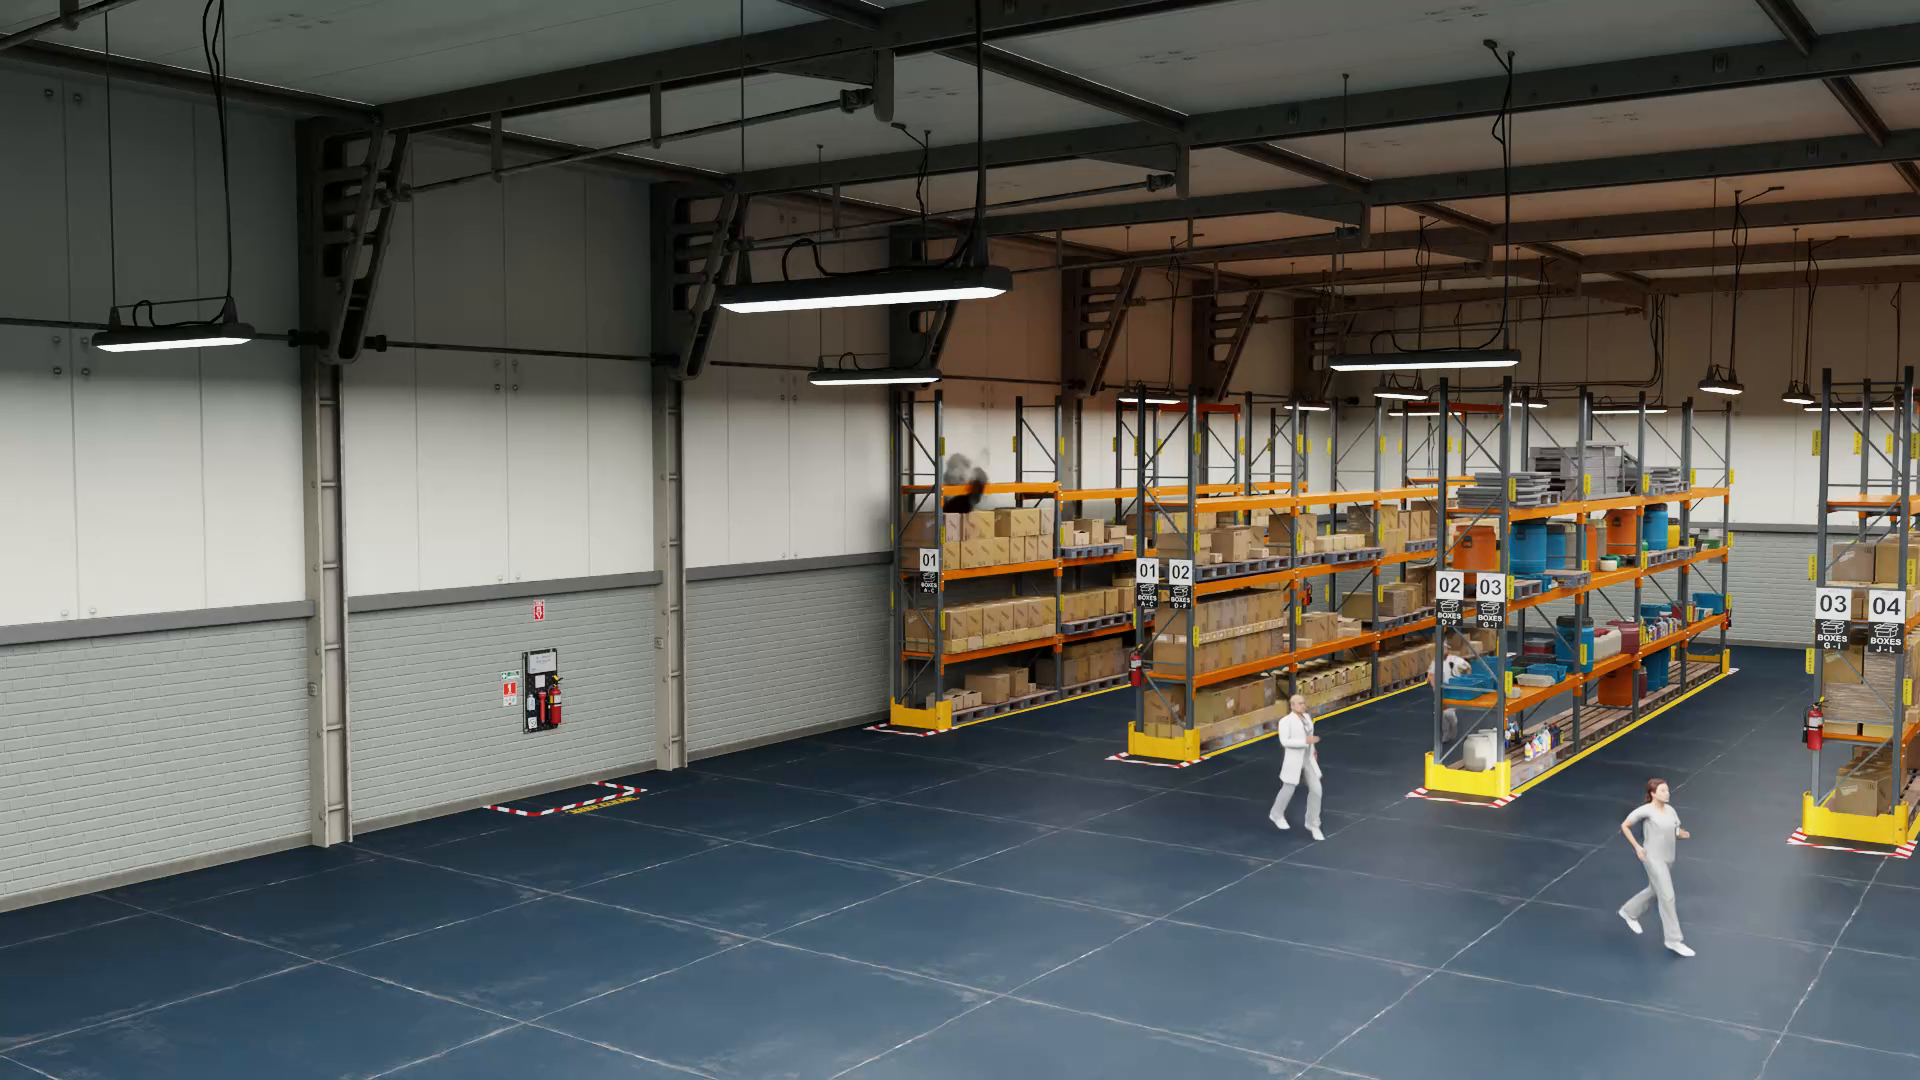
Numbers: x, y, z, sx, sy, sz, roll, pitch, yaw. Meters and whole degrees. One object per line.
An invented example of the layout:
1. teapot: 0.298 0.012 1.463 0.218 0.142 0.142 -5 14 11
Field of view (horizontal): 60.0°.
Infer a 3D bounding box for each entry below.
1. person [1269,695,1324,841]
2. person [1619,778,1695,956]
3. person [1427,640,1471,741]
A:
1. person: 4.335 2.905 21.399 0.677 1.846 0.866 -2 4 -28
2. person: 6.955 3.204 16.589 0.559 1.666 0.957 -2 4 -30
3. person: 8.204 2.545 28.030 0.687 1.736 0.754 3 4 39
